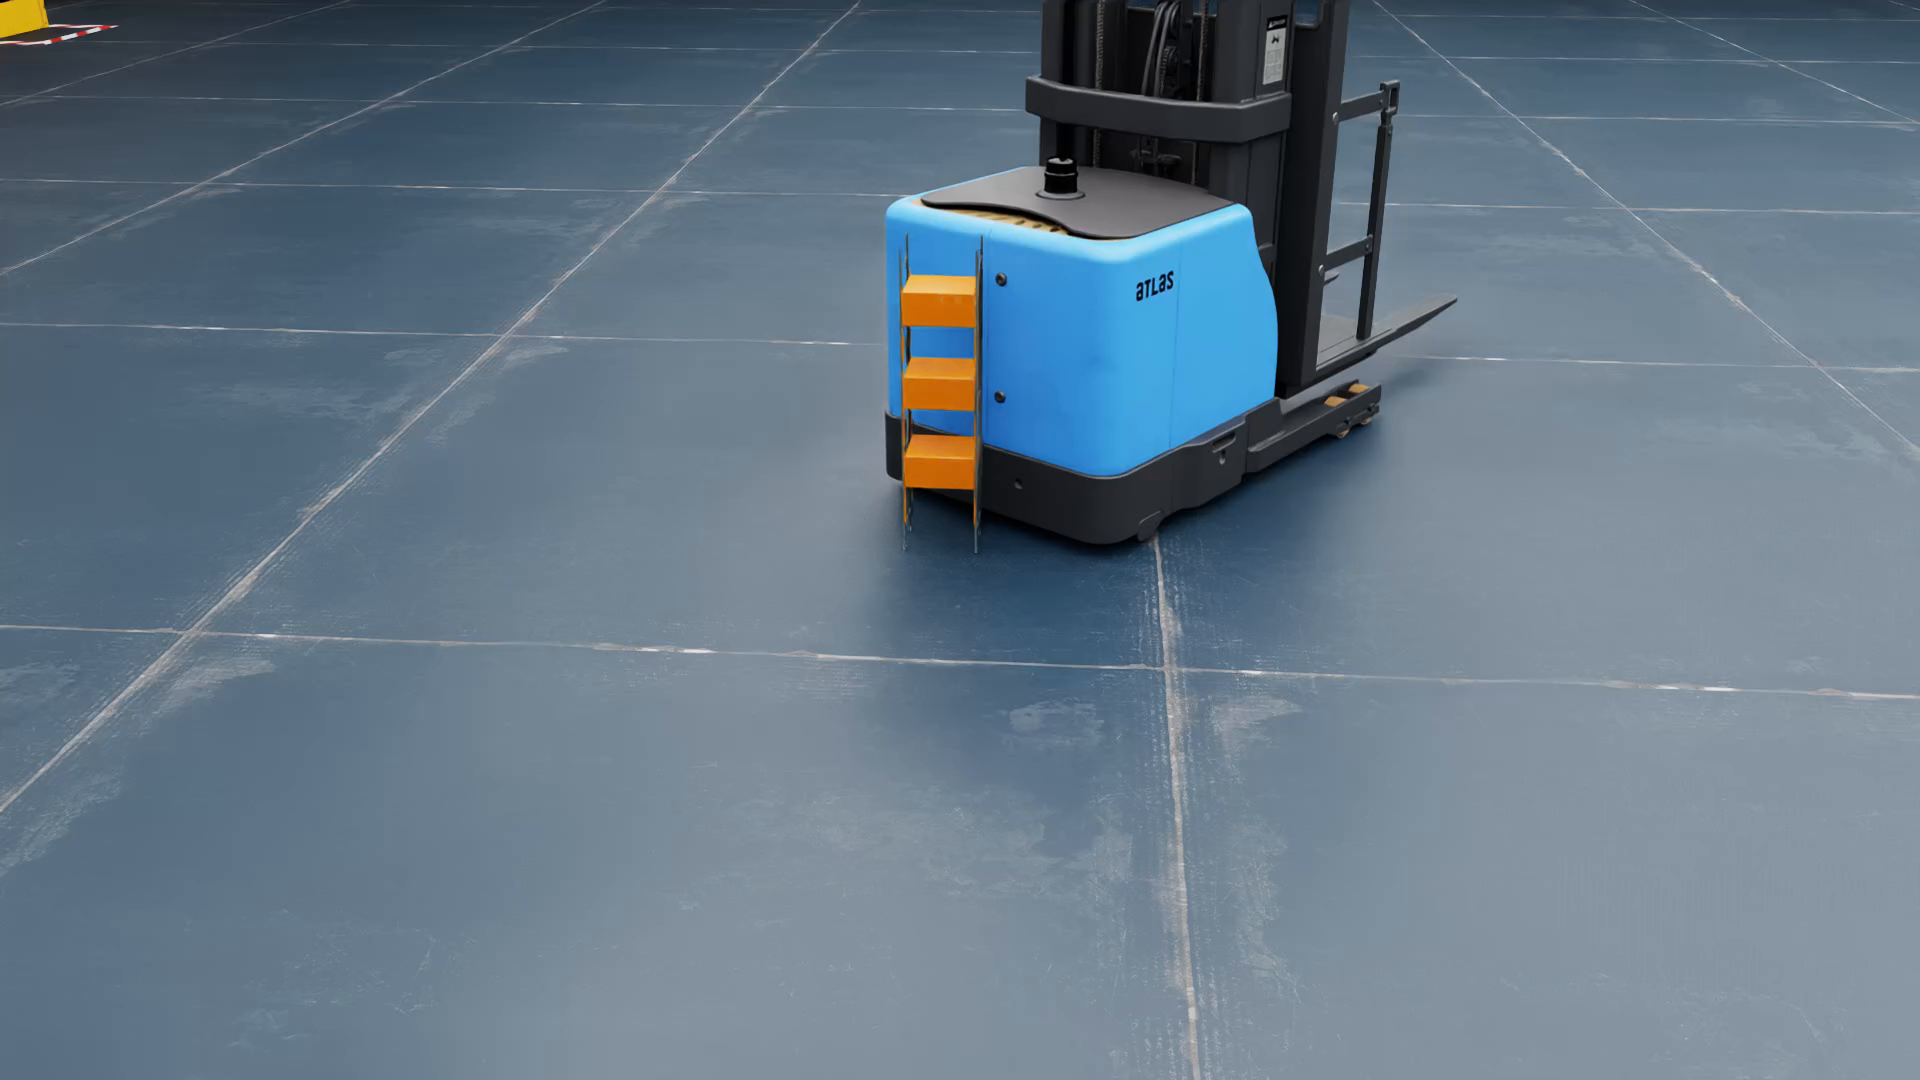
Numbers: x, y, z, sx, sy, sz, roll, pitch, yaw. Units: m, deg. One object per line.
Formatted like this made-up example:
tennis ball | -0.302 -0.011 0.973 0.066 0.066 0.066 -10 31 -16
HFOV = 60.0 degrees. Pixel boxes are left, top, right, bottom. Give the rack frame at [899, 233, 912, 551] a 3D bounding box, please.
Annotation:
rack frame | -0.181 -0.481 5.539 0.008 1.050 0.200 2 25 5

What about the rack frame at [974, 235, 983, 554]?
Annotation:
rack frame | 0.062 -0.471 5.518 0.008 1.050 0.200 2 25 5

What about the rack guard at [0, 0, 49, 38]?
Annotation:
rack guard | -9.778 -5.398 16.884 0.348 0.500 1.175 2 25 4

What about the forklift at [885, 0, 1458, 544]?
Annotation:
forklift | 1.062 -1.858 6.281 1.130 2.935 3.031 19 31 36

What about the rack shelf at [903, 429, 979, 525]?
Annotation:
rack shelf | -0.059 -0.214 5.649 0.240 0.259 0.215 2 25 5

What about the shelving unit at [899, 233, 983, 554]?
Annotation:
shelving unit | -0.059 -0.476 5.529 0.252 1.050 0.215 2 25 5

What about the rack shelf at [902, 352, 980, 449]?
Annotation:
rack shelf | -0.059 -0.466 5.533 0.240 0.259 0.215 2 25 5

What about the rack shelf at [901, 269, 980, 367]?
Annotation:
rack shelf | -0.059 -0.724 5.414 0.240 0.259 0.215 2 25 5

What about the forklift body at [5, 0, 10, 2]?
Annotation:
forklift body | -11.356 -7.515 19.509 1.214 2.155 2.313 2 25 4
